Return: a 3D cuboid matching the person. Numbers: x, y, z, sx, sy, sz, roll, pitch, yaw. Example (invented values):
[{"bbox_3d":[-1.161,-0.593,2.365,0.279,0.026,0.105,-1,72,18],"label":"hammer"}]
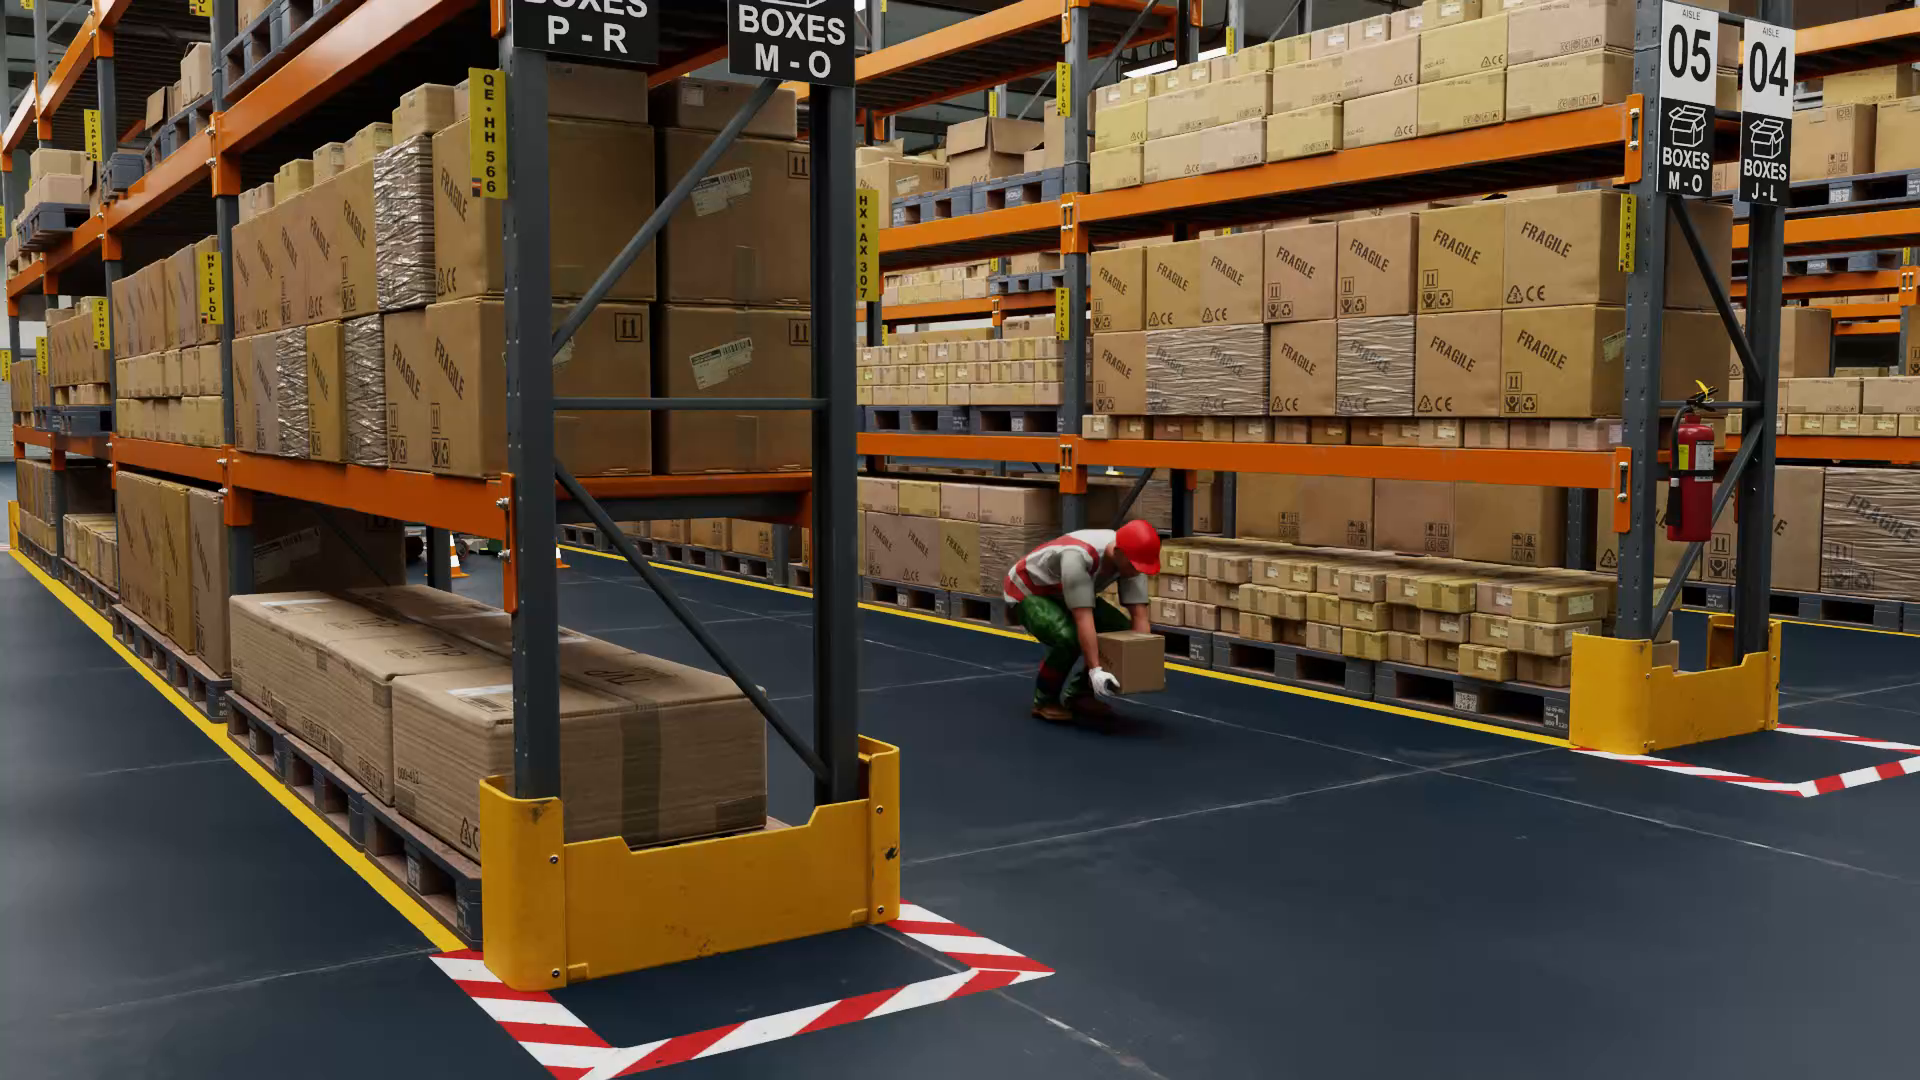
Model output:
[{"bbox_3d":[0.598,0.376,7.951,0.523,0.990,0.912,-3,6,-35],"label":"person"}]
